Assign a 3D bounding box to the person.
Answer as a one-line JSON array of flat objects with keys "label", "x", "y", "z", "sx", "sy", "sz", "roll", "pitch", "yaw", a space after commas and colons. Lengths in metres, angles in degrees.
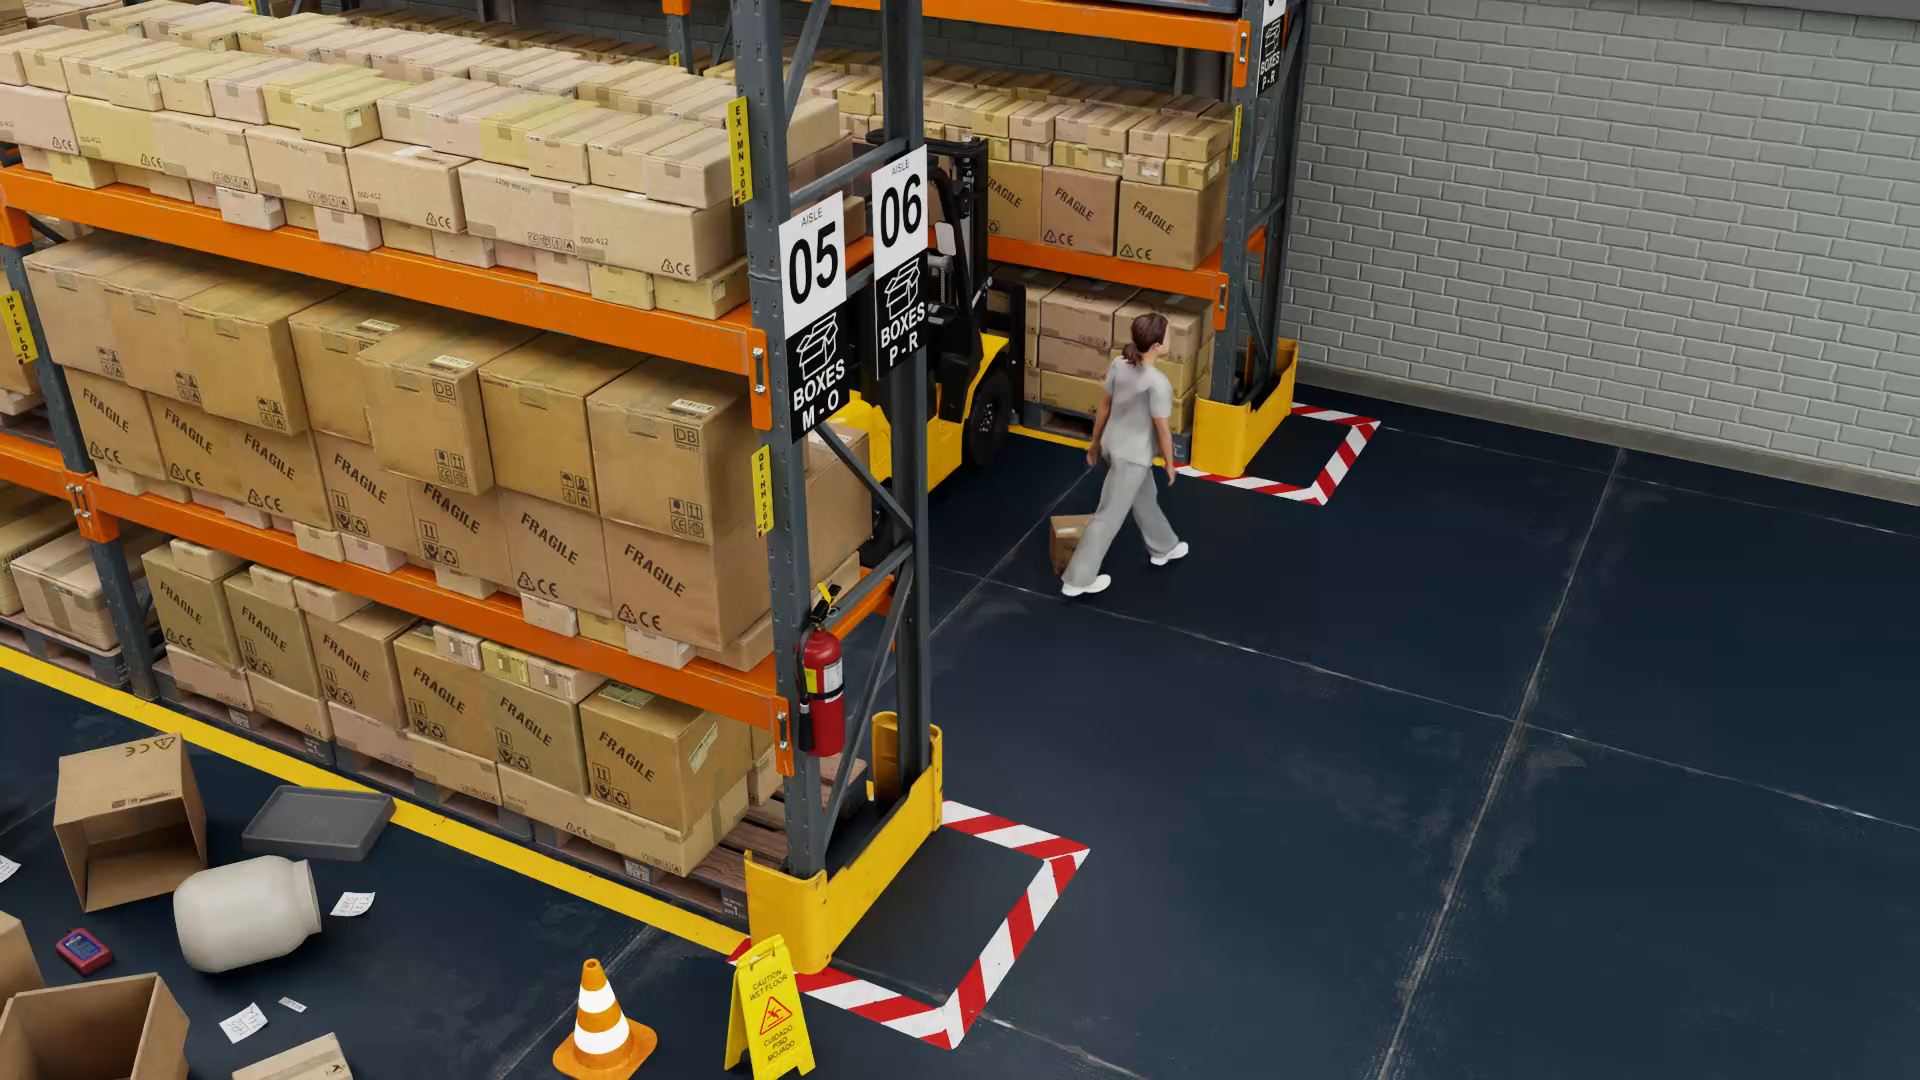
[{"label": "person", "x": 0.939, "y": -0.494, "z": 9.062, "sx": 0.804, "sy": 1.551, "sz": 0.469, "roll": -14, "pitch": 33, "yaw": -22}]
